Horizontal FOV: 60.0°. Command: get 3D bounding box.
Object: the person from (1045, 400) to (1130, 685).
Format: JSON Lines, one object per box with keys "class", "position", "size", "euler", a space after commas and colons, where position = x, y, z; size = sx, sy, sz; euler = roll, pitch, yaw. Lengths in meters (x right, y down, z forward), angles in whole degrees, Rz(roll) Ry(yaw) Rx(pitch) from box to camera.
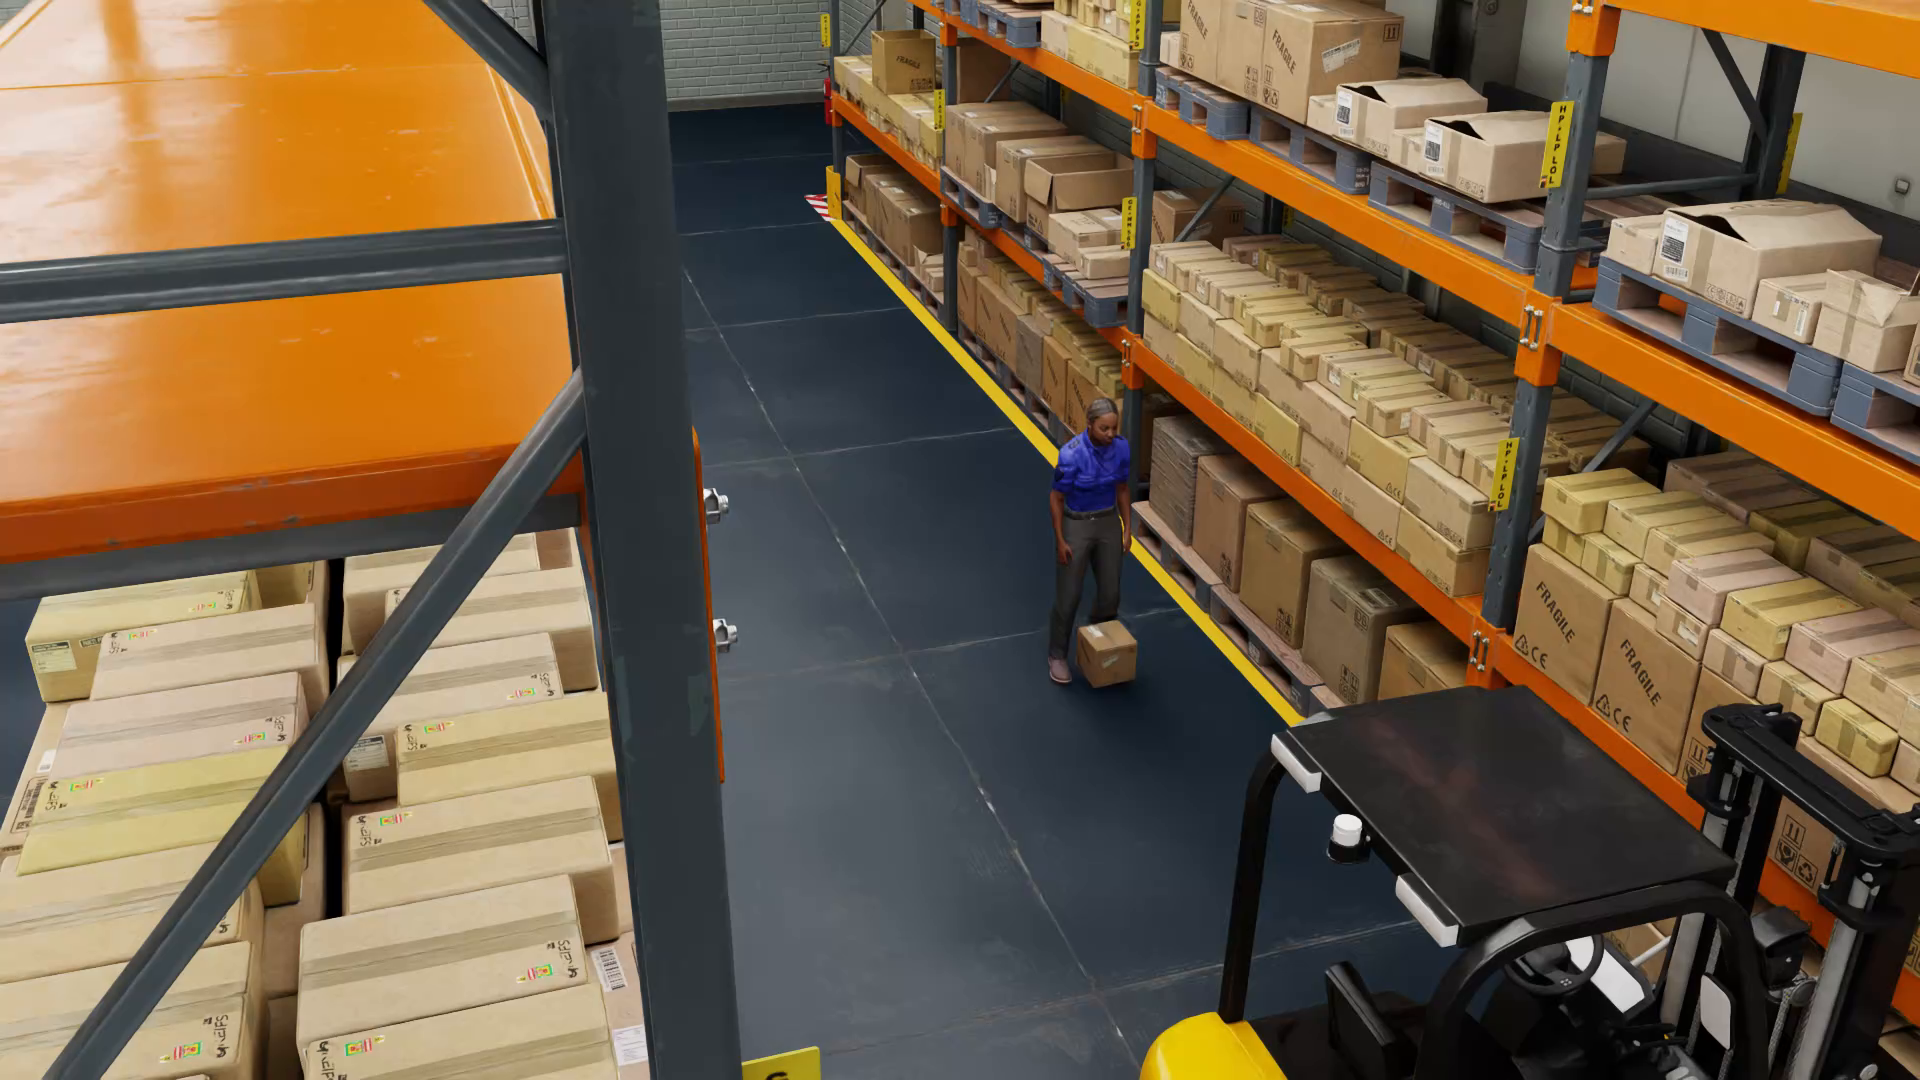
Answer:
{"class": "person", "position": [0.703, -0.018, 9.157], "size": [0.513, 1.654, 0.351], "euler": [-9, 28, -18]}
